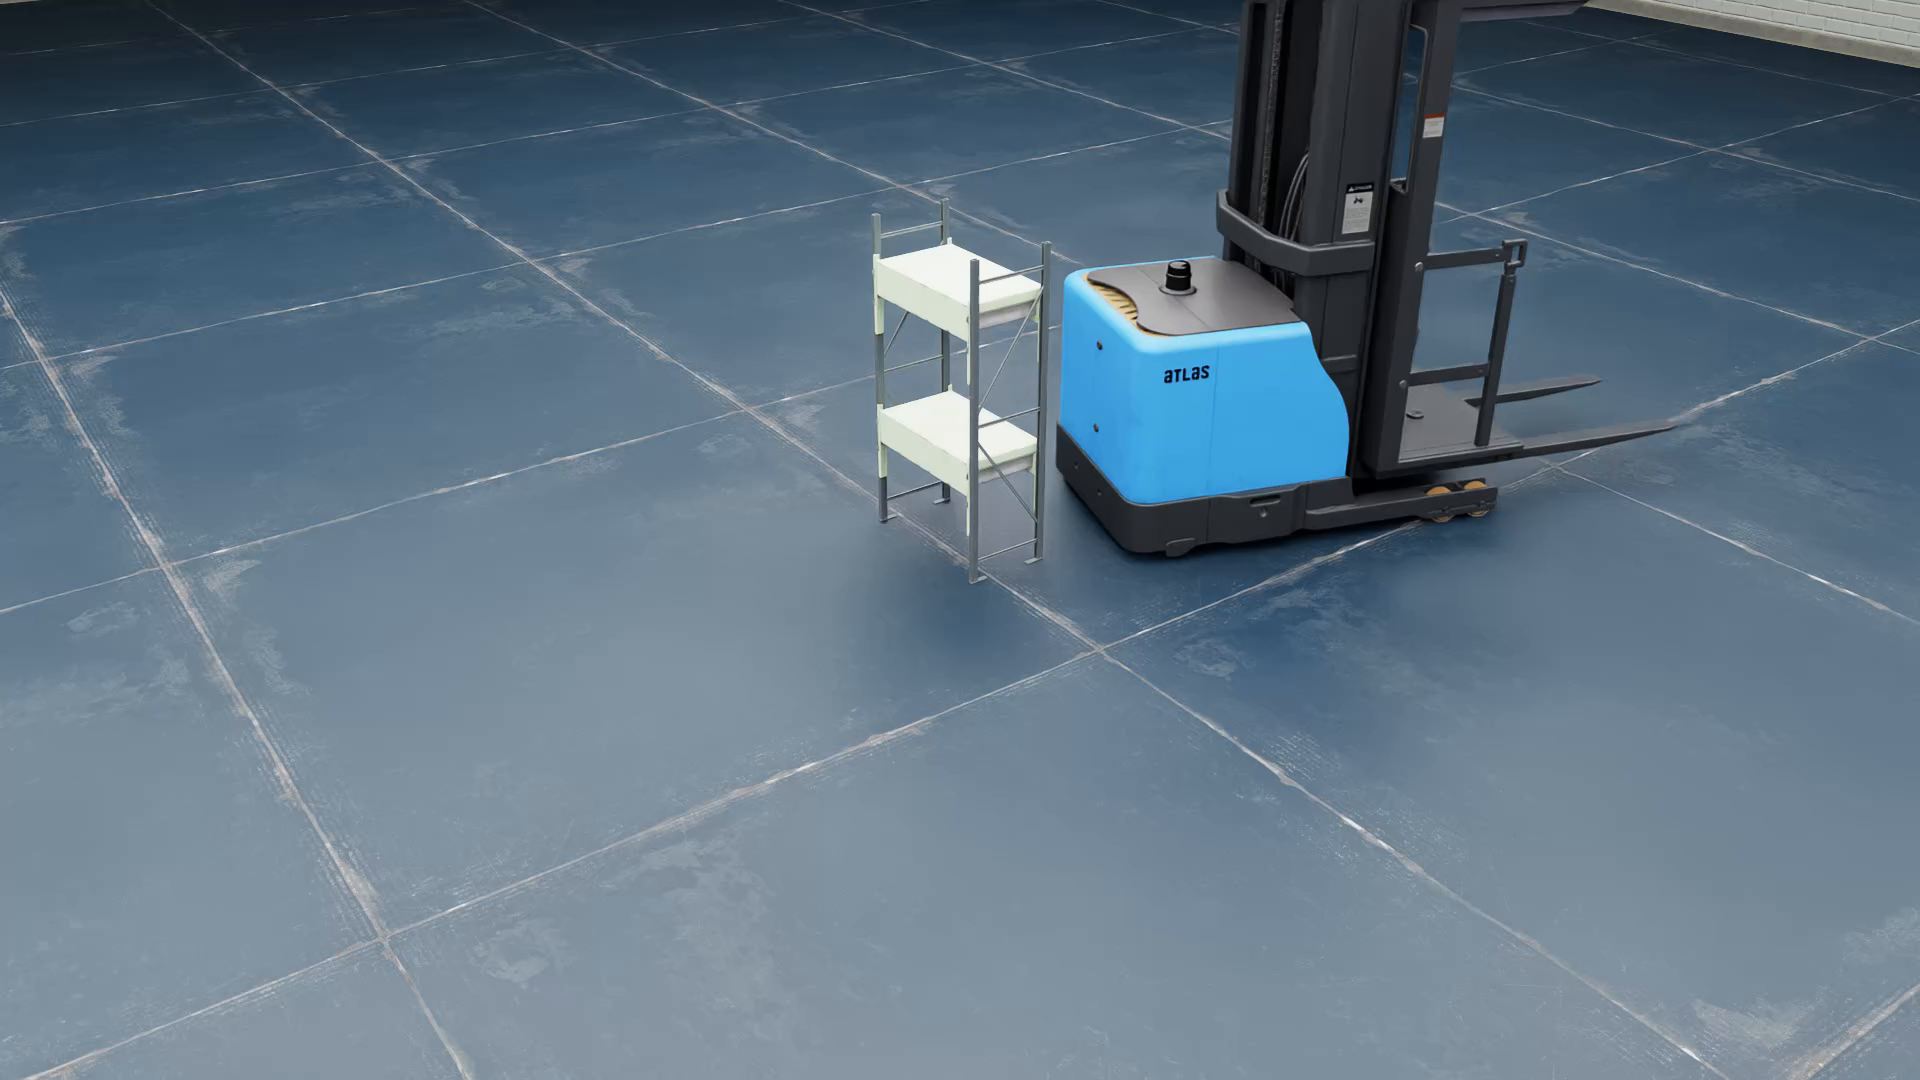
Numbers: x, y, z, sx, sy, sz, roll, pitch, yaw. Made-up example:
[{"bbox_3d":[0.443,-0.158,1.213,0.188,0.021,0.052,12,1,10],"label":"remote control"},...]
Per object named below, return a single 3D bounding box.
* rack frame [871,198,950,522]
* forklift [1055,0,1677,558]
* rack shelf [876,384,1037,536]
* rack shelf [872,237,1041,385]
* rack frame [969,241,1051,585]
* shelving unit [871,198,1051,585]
[{"bbox_3d":[-0.216,-0.804,7.659,0.400,1.500,0.023,-19,34,-31],"label":"rack frame"},{"bbox_3d":[2.051,-1.604,7.633,3.031,2.935,1.130,-8,30,-15],"label":"forklift"},{"bbox_3d":[-0.004,-0.375,7.552,0.431,0.370,0.720,-19,34,-31],"label":"rack shelf"},{"bbox_3d":[-0.004,-1.005,7.211,0.431,0.370,0.720,-19,34,-31],"label":"rack shelf"},{"bbox_3d":[0.208,-0.519,7.135,0.400,1.500,0.023,-19,34,-31],"label":"rack frame"},{"bbox_3d":[-0.004,-0.662,7.397,0.431,1.500,0.755,-19,34,-31],"label":"shelving unit"}]
